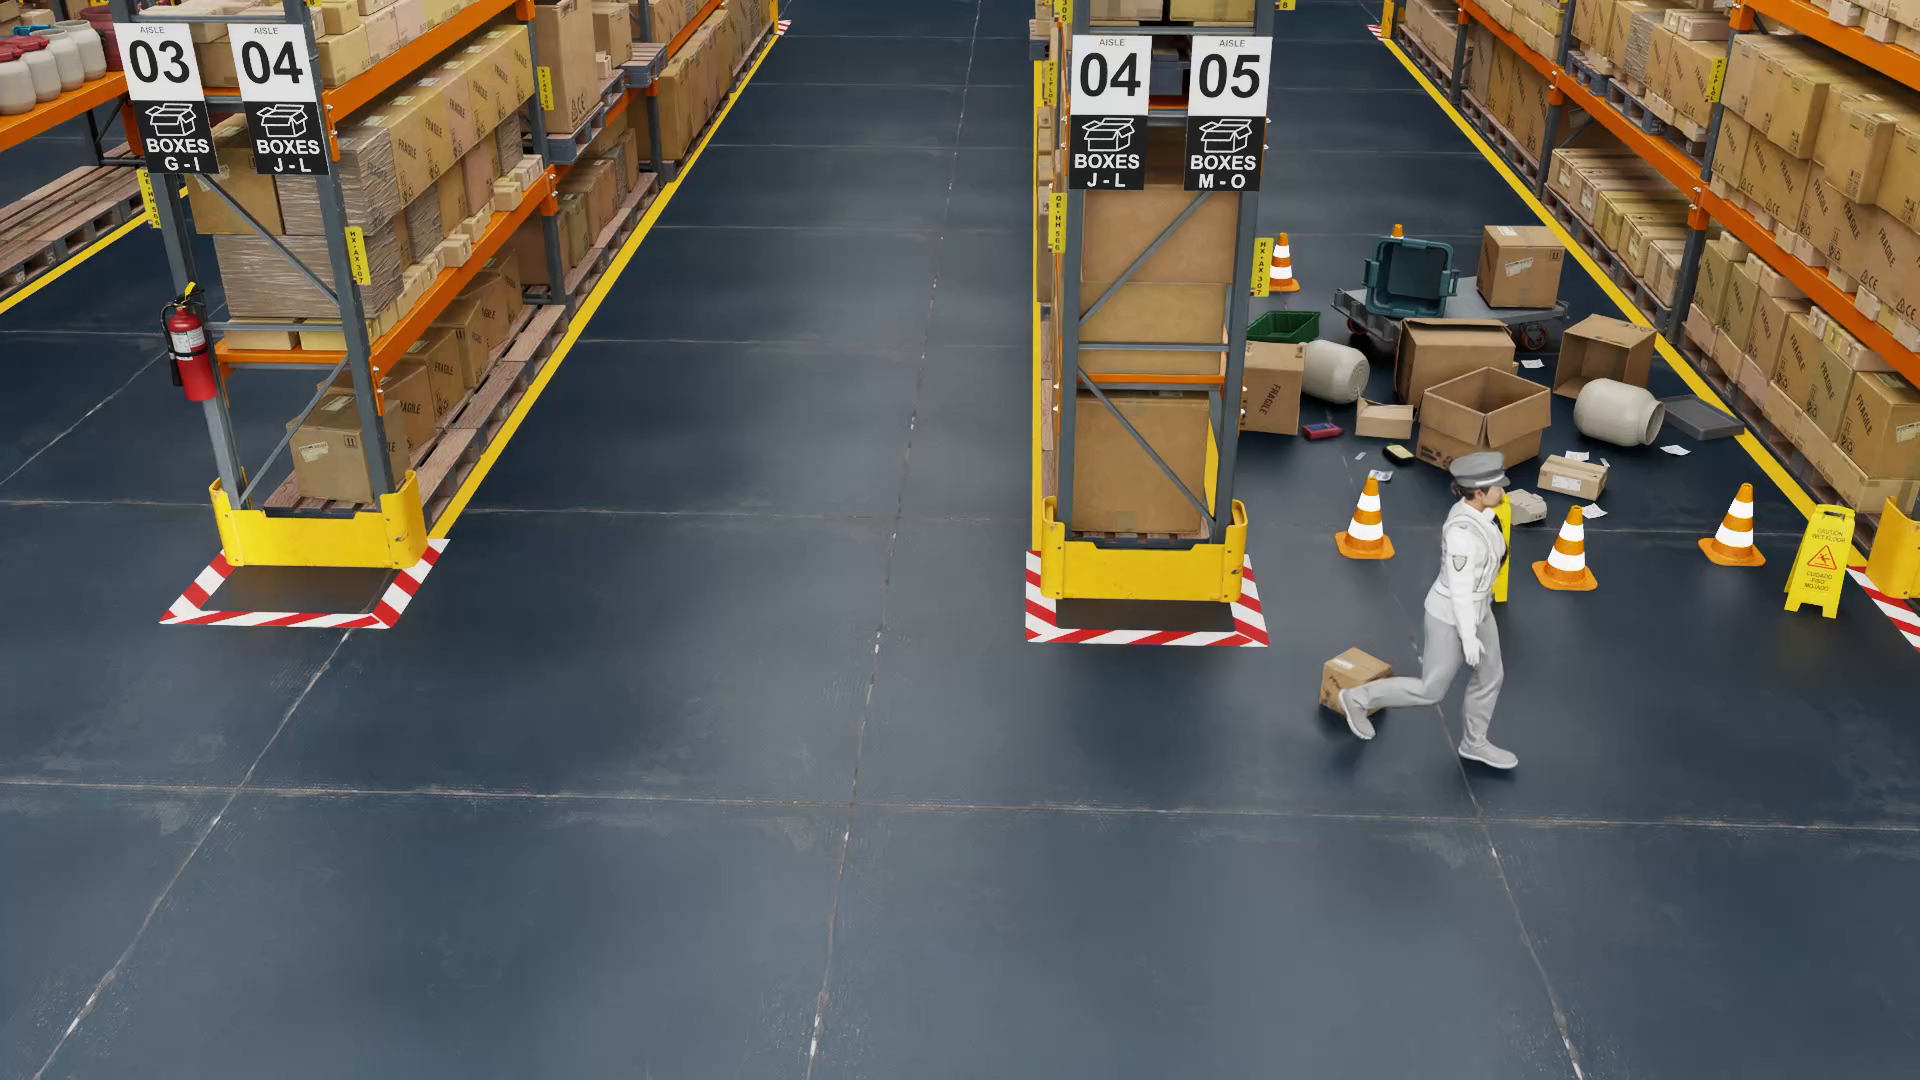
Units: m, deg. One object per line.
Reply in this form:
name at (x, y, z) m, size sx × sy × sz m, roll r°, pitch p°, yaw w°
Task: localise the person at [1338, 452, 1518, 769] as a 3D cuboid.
person at (2.336, 0.324, 7.965) m, size 0.879 × 1.639 × 0.480 m, roll 15°, pitch 32°, yaw 26°
